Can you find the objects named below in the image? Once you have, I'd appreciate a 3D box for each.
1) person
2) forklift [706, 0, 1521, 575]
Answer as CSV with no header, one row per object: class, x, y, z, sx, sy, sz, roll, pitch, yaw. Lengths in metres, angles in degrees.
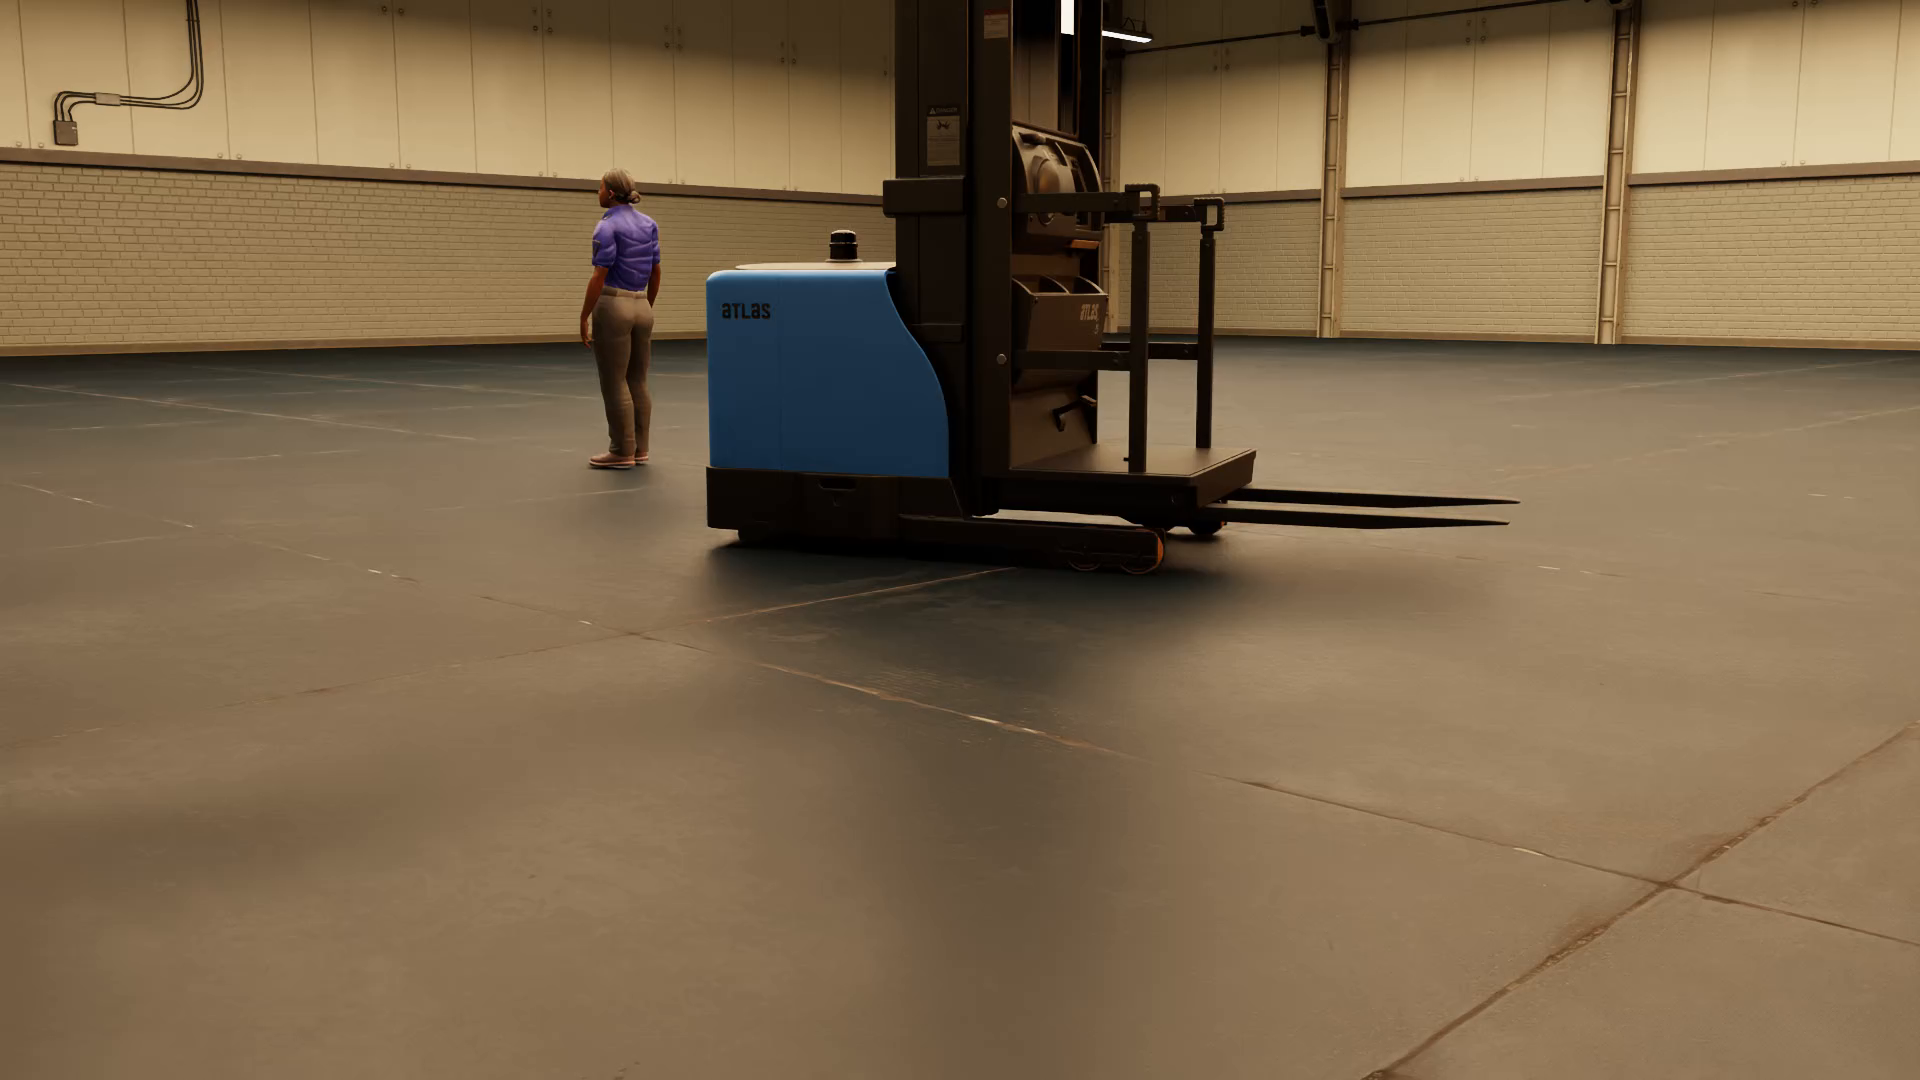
person,-1.949,-1.238,9.336,0.504,1.654,0.569,6,10,33
forklift,0.565,-1.416,6.275,3.031,2.935,1.130,3,9,22
